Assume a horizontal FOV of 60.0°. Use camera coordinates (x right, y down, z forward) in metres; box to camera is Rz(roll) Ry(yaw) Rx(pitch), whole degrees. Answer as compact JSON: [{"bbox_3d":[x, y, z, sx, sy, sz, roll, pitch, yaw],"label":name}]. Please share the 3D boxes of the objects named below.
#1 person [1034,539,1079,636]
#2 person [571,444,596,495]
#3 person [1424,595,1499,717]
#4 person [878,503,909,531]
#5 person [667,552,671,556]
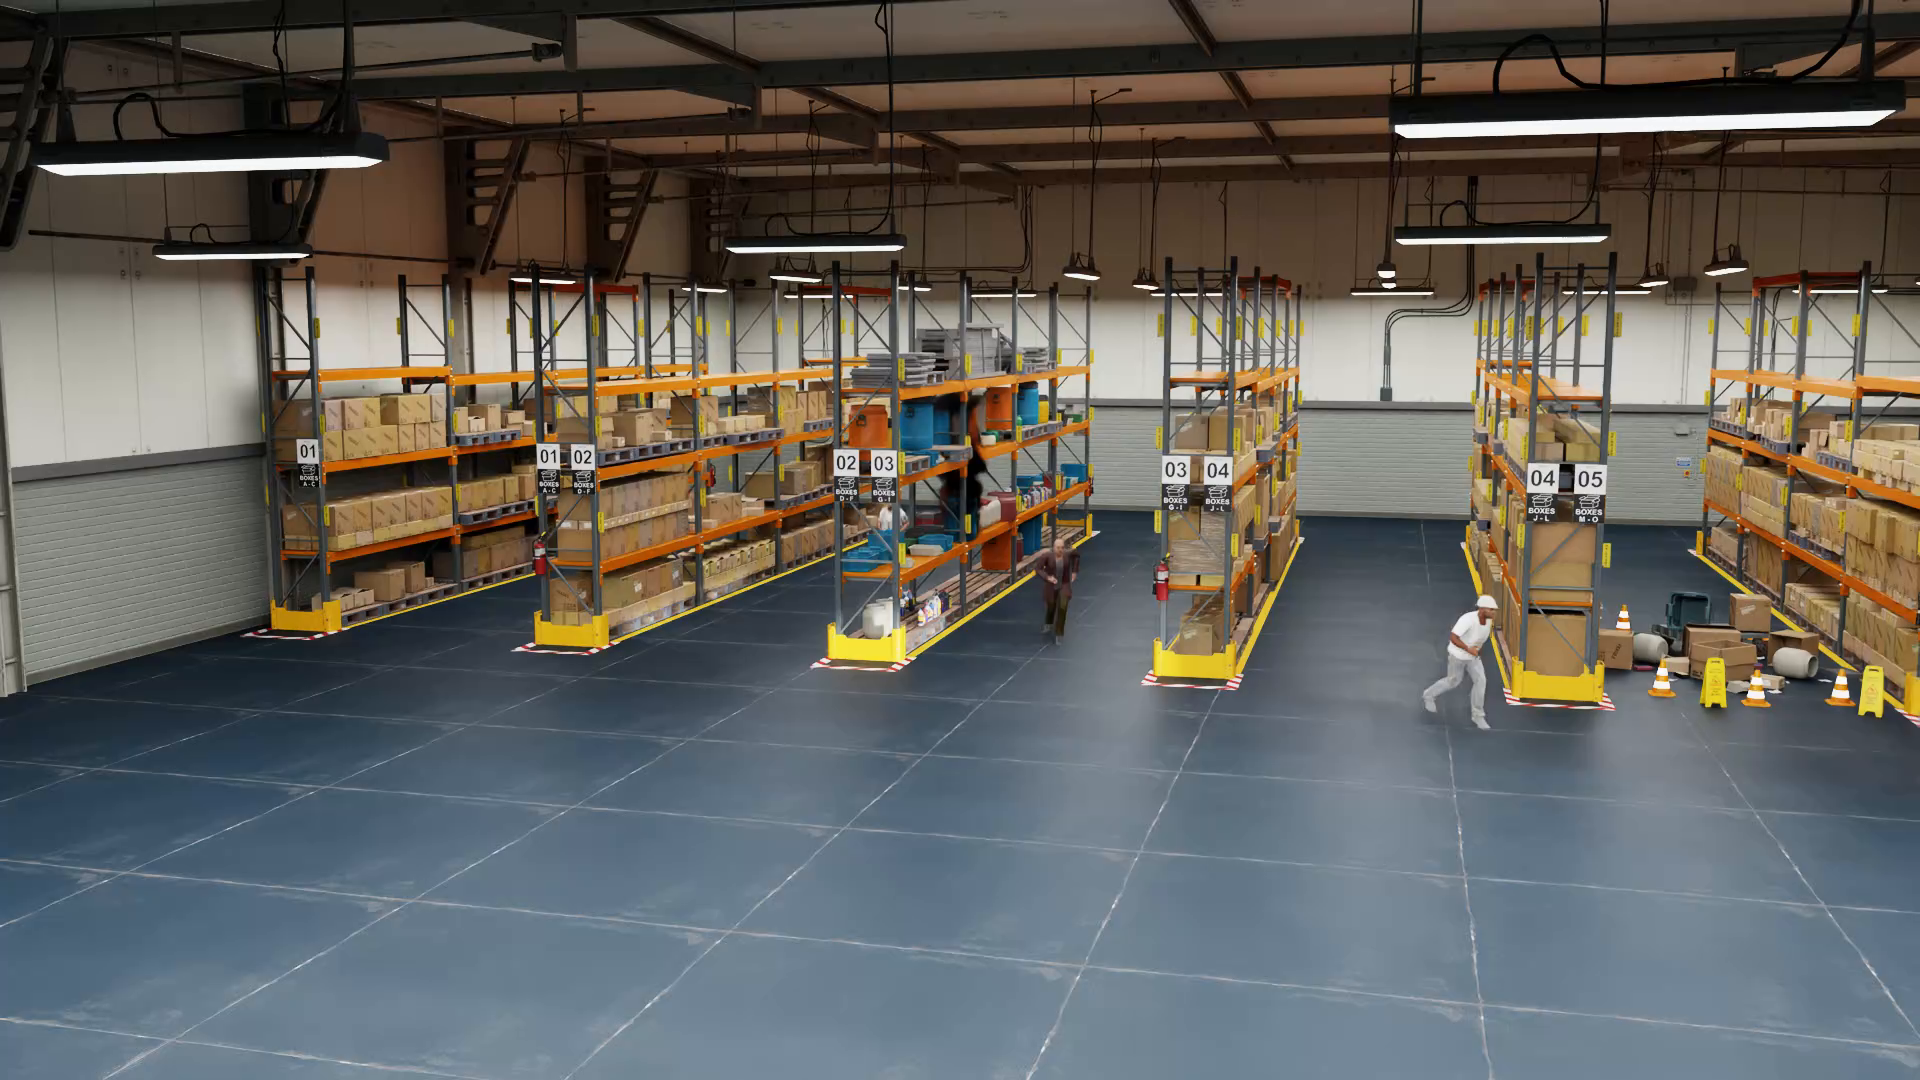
[{"bbox_3d":[1.537,0.710,26.752,0.753,1.565,0.998,-1,7,-8],"label":"person"},{"bbox_3d":[2.412,0.689,21.608,12.036,3.207,15.335,-3,8,-23],"label":"person"},{"bbox_3d":[6.387,1.441,21.170,0.743,1.575,1.021,-6,10,-41],"label":"person"},{"bbox_3d":[-1.349,-0.093,33.061,0.653,1.663,0.591,2,7,14],"label":"person"},{"bbox_3d":[-6.499,-0.525,37.022,0.686,1.777,0.876,0,7,3],"label":"person"}]
